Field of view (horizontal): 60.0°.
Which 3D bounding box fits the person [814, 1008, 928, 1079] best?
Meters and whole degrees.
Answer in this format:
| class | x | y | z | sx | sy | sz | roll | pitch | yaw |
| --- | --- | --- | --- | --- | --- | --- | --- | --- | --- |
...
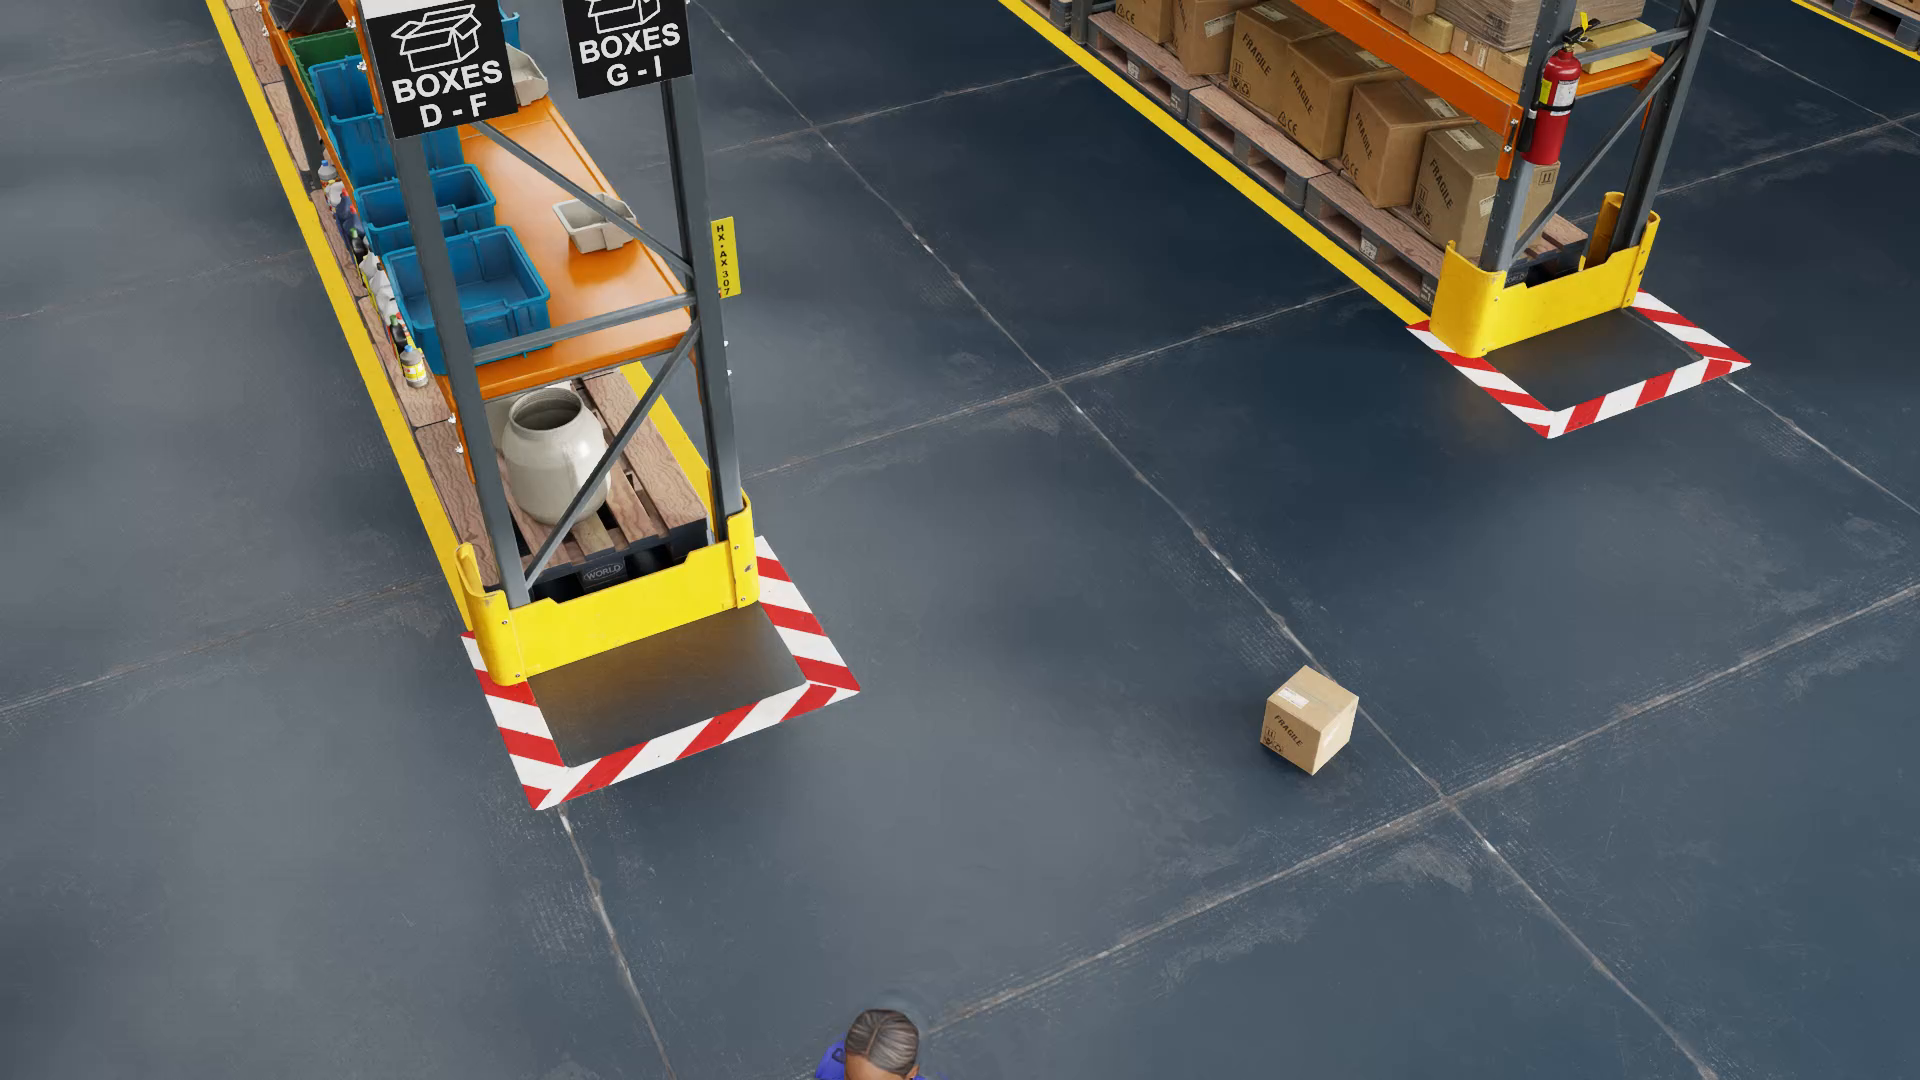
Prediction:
| class | x | y | z | sx | sy | sz | roll | pitch | yaw |
| --- | --- | --- | --- | --- | --- | --- | --- | --- | --- |
| person | -0.203 | 1.758 | 4.204 | 0.487 | 1.723 | 0.612 | 19 | 45 | 21 |
